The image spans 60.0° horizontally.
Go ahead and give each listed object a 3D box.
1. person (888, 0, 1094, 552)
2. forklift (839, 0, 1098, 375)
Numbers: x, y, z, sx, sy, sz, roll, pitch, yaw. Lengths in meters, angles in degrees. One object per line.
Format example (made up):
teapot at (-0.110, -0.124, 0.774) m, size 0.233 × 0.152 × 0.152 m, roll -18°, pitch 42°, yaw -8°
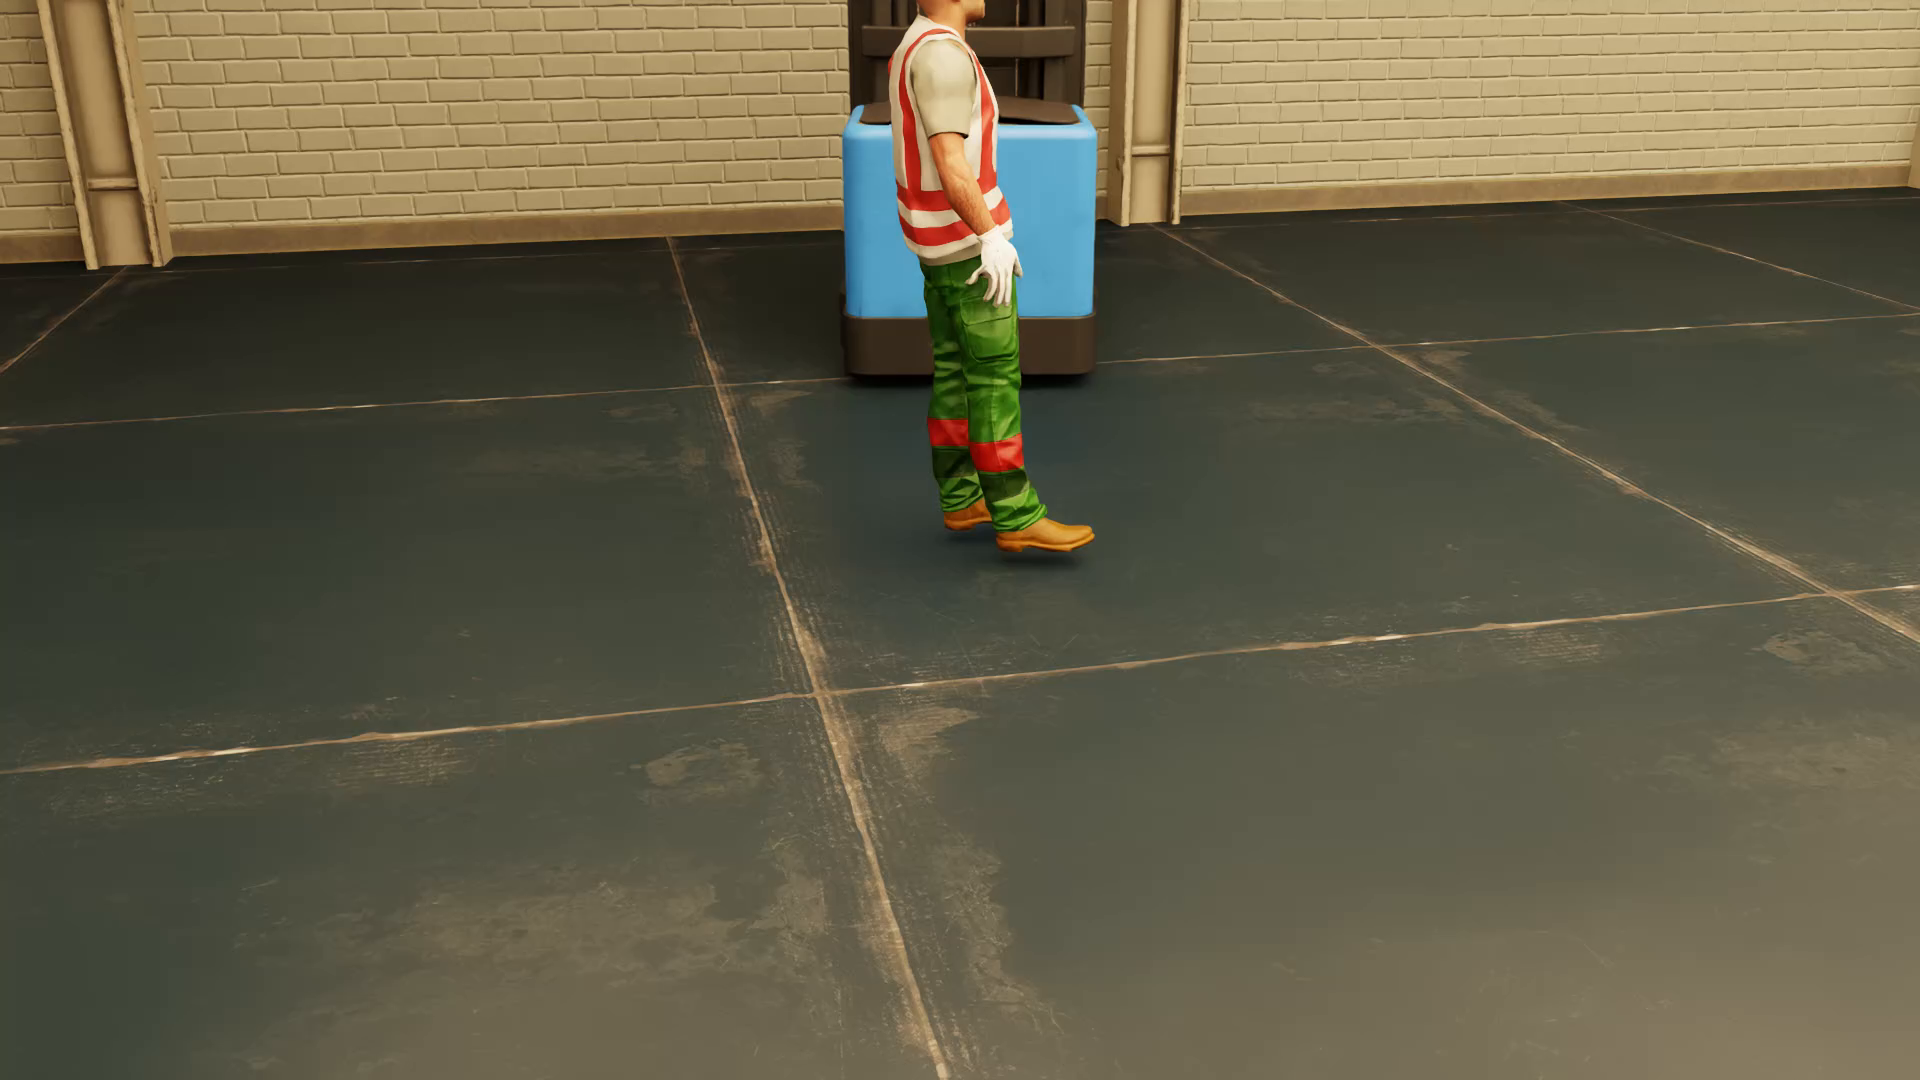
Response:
person at (0.080, -0.882, 4.968) m, size 0.564 × 1.786 × 0.638 m, roll -5°, pitch 21°, yaw -12°
forklift at (0.031, -2.526, 7.800) m, size 1.130 × 2.935 × 3.031 m, roll 0°, pitch 21°, yaw 0°
